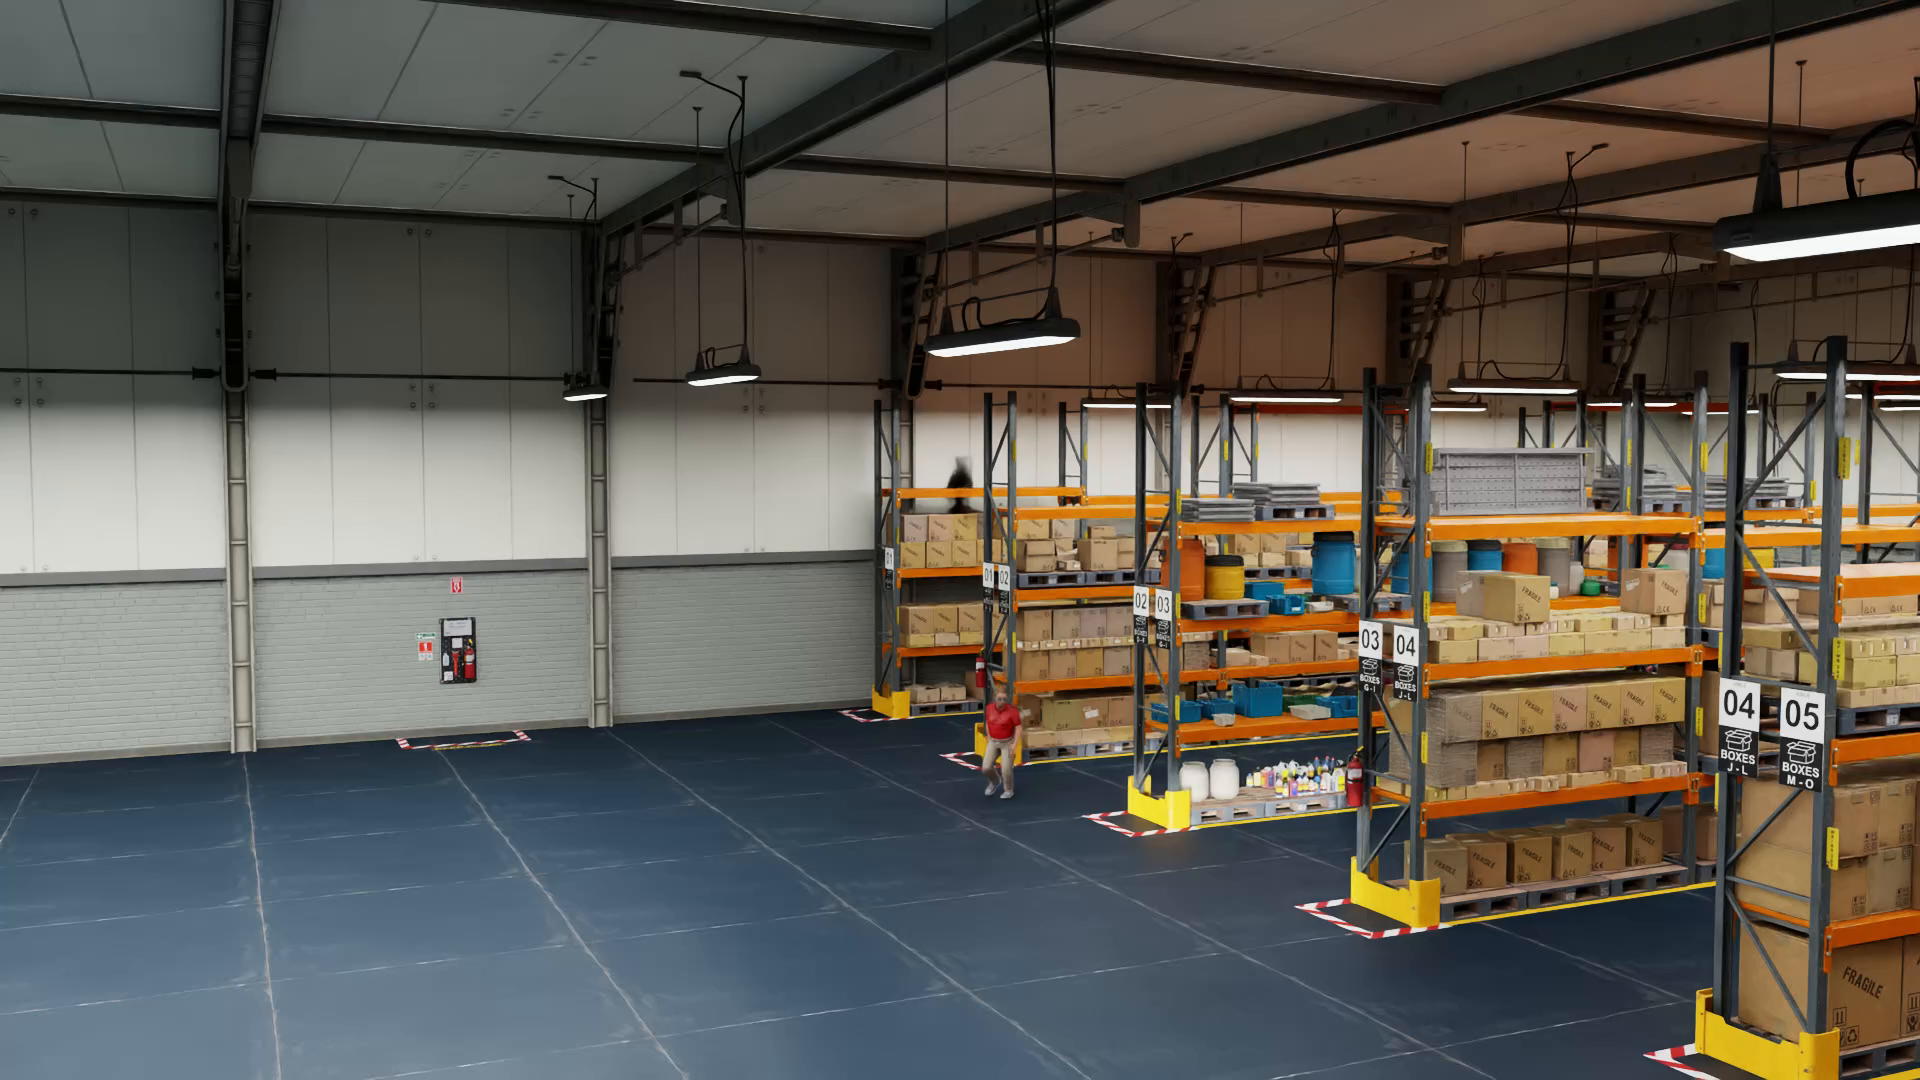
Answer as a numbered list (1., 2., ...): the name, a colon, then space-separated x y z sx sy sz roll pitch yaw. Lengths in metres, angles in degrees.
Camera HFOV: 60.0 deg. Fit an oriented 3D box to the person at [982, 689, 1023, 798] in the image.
1. person: 0.609 2.936 23.981 0.648 1.637 0.669 1 4 20
